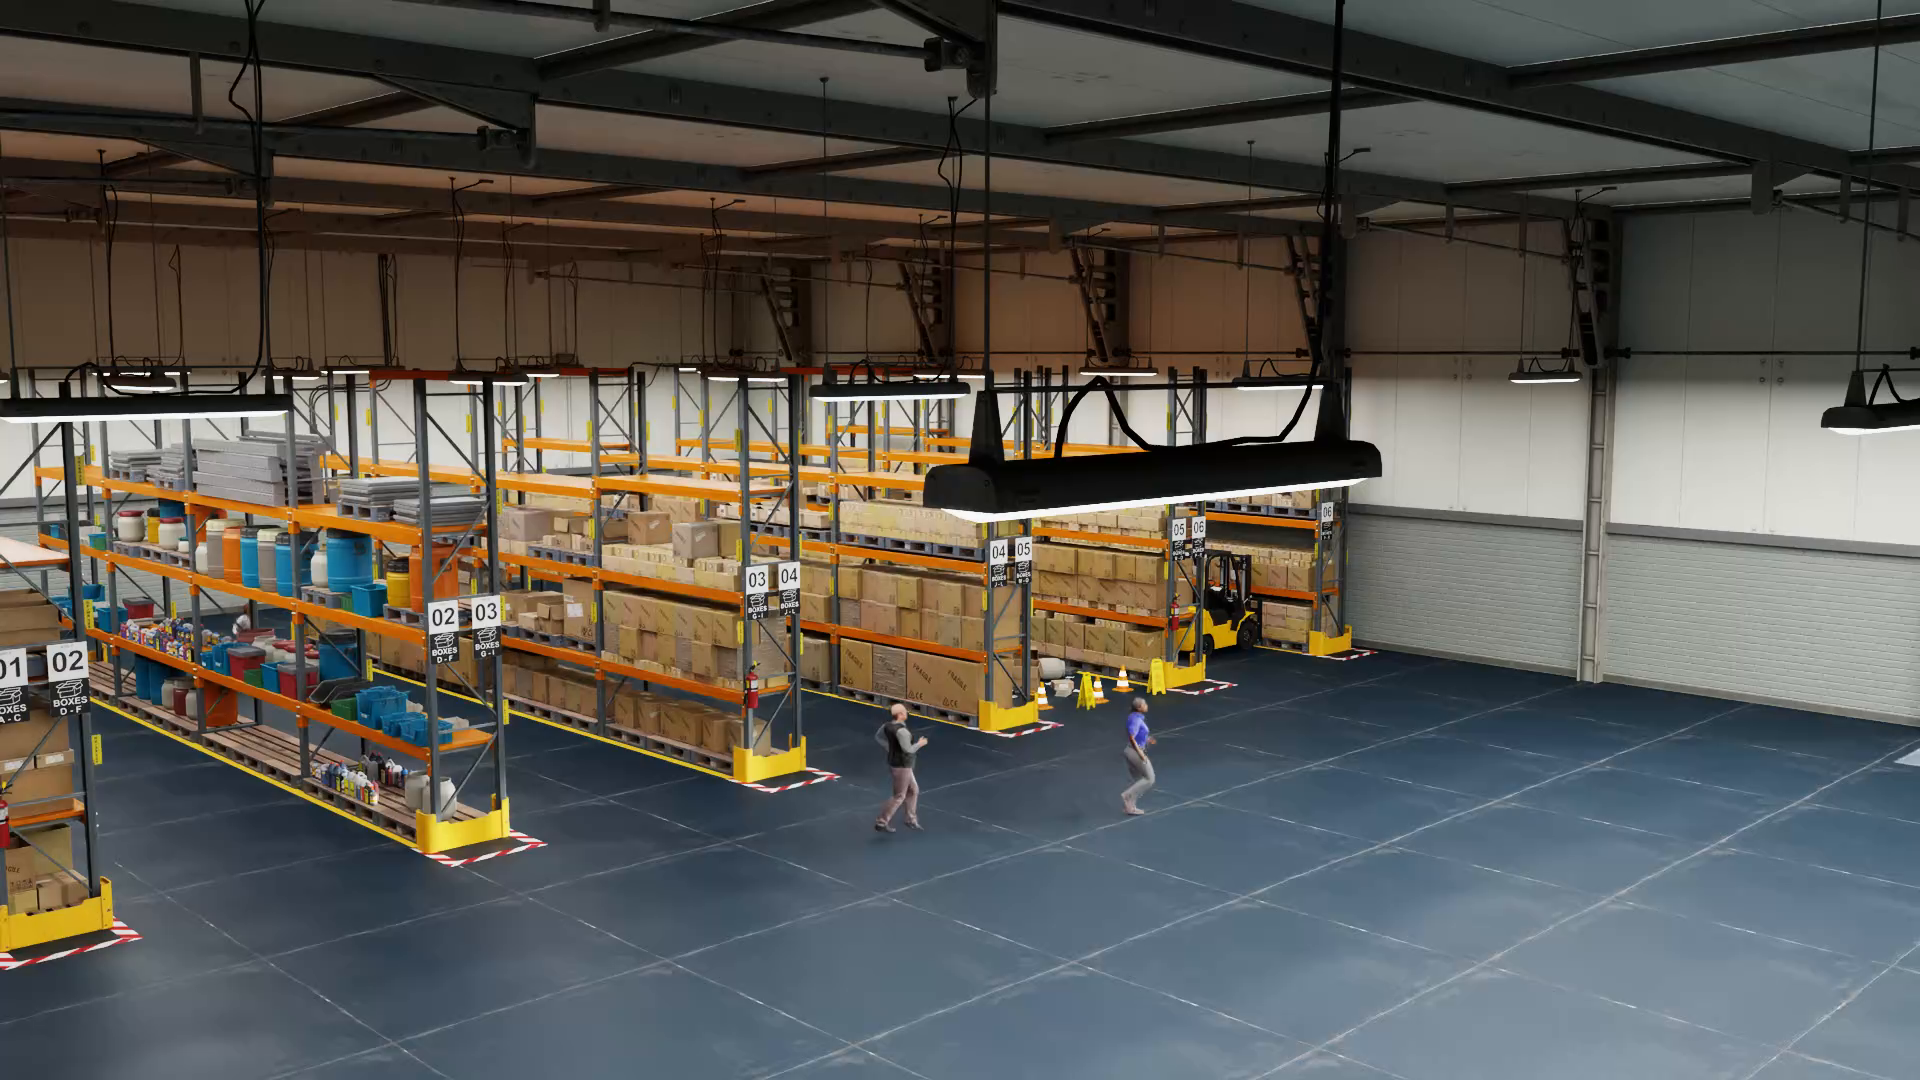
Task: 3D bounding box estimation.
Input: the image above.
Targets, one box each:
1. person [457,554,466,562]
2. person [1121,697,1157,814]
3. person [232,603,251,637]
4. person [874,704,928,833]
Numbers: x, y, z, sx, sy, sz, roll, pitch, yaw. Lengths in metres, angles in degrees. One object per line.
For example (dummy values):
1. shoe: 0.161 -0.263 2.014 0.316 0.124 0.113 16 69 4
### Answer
1. person: -12.015 1.059 39.351 0.780 1.729 0.716 4 7 29
2. person: 2.455 2.959 22.855 0.571 1.623 0.566 -1 7 -11
3. person: -13.603 1.983 31.781 0.503 1.567 0.537 4 8 32
4. person: -0.784 3.019 21.762 0.742 1.775 0.637 -2 7 -18
